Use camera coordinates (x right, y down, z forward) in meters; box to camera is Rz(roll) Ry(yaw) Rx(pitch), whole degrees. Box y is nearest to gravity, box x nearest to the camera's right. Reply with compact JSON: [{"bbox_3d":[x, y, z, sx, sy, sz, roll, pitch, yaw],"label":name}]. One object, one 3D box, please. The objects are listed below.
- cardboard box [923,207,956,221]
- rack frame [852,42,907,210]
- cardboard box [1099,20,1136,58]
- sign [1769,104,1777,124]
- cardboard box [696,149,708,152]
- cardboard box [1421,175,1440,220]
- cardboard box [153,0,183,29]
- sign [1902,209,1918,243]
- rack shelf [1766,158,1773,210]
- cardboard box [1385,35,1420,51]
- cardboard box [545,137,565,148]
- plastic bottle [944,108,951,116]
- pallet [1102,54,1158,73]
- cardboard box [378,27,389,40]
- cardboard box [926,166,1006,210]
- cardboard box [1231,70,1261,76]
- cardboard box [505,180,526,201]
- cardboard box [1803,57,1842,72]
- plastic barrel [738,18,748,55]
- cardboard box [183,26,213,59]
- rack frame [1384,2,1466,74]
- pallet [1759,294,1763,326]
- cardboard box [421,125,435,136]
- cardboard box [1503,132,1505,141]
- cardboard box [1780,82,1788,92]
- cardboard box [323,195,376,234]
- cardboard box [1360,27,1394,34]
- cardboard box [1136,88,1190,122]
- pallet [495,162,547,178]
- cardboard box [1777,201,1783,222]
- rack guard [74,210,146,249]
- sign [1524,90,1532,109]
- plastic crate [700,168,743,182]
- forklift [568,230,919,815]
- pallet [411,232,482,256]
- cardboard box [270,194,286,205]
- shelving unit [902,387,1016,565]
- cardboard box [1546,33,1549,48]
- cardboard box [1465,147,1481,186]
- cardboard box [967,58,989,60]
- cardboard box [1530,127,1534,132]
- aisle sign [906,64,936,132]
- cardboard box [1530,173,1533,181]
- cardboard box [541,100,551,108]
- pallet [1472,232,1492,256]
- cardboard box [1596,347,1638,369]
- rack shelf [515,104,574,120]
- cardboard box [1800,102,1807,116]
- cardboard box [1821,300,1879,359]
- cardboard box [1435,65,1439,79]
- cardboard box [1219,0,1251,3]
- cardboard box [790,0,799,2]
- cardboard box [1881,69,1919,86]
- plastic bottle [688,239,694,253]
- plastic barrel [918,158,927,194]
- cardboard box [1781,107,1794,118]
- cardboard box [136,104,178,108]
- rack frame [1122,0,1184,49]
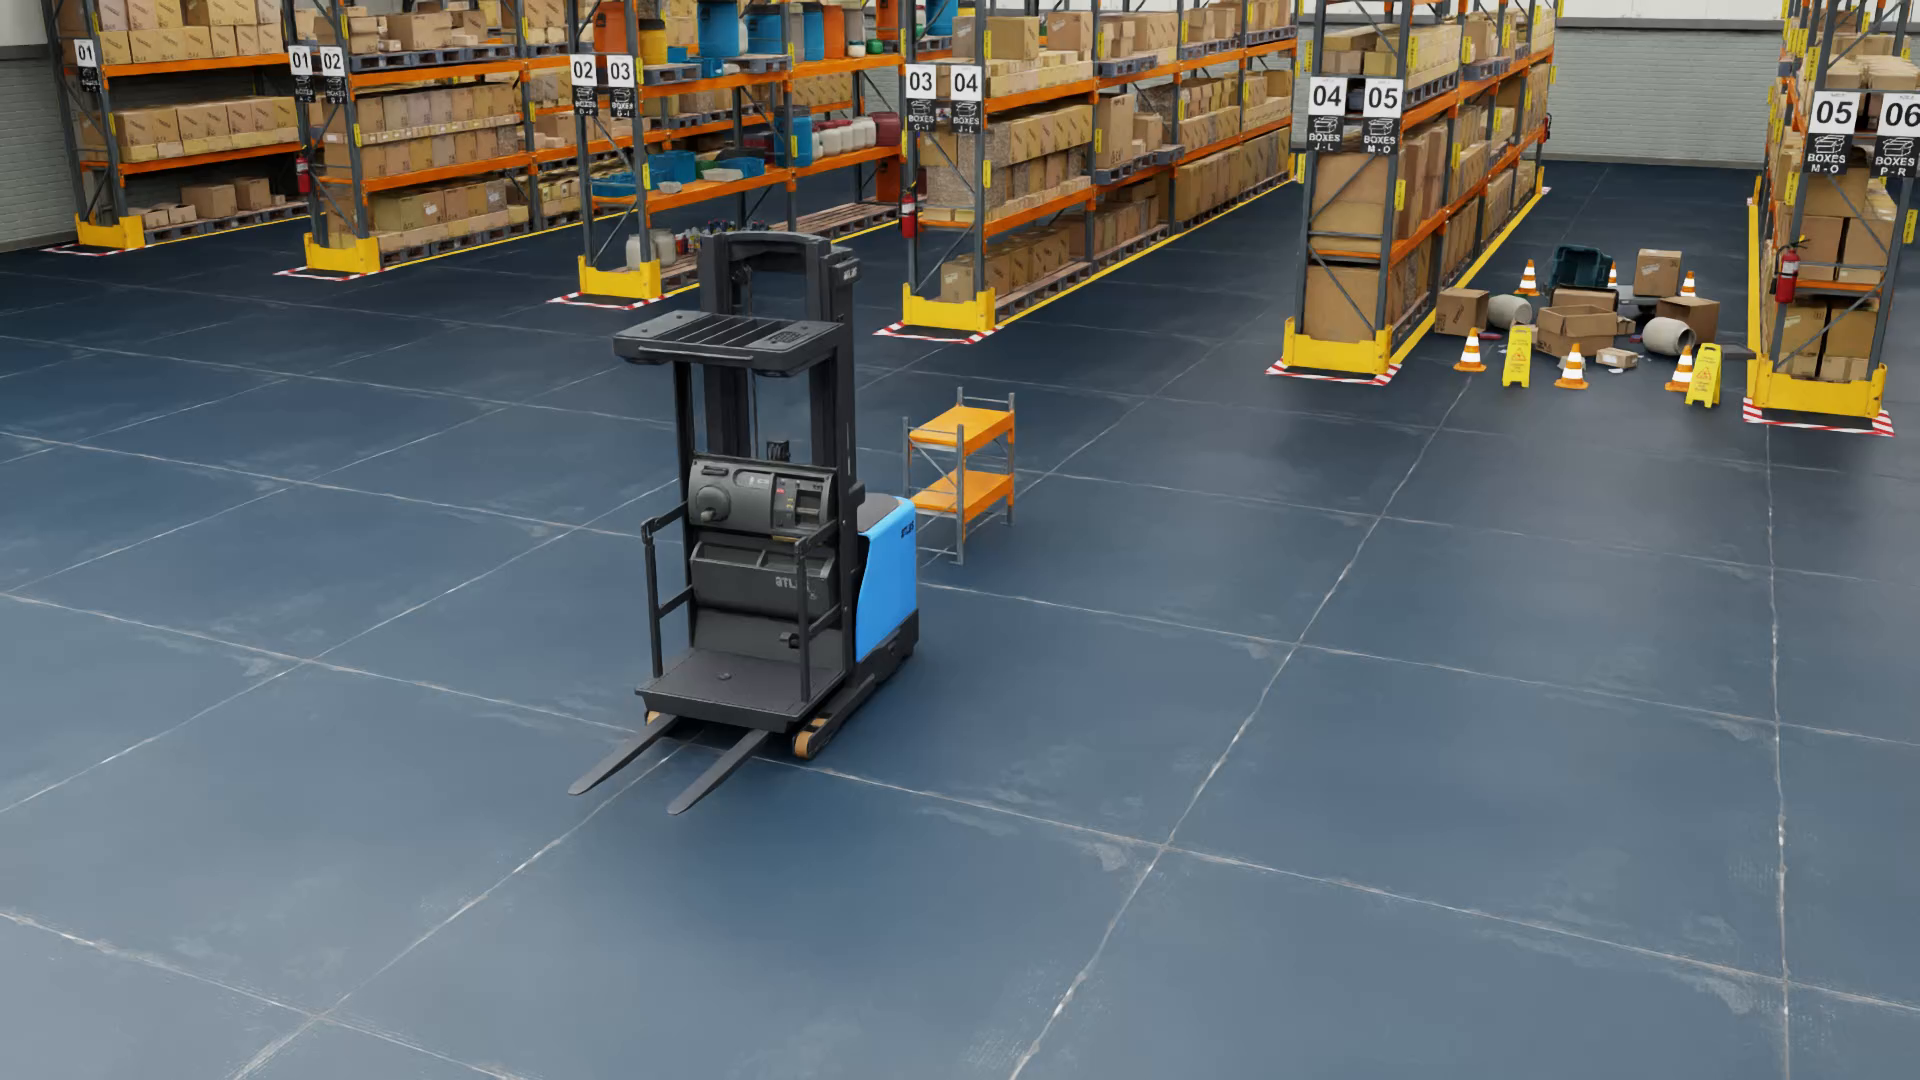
[{"bbox_3d":[-0.245,-4.117,20.945,0.380,0.149,0.250,9,21,23],"label":"cardboard box"},{"bbox_3d":[-1.416,-7.246,29.366,1.000,3.000,0.127,9,21,23],"label":"rack frame"},{"bbox_3d":[2.132,-7.421,24.602,0.797,0.503,0.637,10,22,25],"label":"cardboard box"},{"bbox_3d":[13.275,-6.950,27.124,0.100,0.325,0.005,9,21,23],"label":"sign"},{"bbox_3d":[-5.343,-7.593,33.418,0.500,0.500,0.500,8,21,21],"label":"cardboard box"},{"bbox_3d":[5.603,-4.417,21.188,0.875,0.550,0.550,9,21,23],"label":"cardboard box"},{"bbox_3d":[-12.900,-8.489,26.715,0.500,0.500,0.500,9,22,24],"label":"cardboard box"},{"bbox_3d":[9.363,-3.094,16.400,0.100,0.325,0.005,9,21,23],"label":"sign"},{"bbox_3d":[12.963,-5.479,25.471,1.077,0.370,4.000,9,21,23],"label":"rack shelf"},{"bbox_3d":[4.841,-5.459,18.276,0.380,0.149,0.250,9,21,23],"label":"cardboard box"},{"bbox_3d":[-7.022,-6.828,28.567,0.380,0.149,0.250,9,21,23],"label":"cardboard box"},{"bbox_3d":[-0.235,-8.370,32.600,0.144,0.351,0.185,9,21,23],"label":"plastic bottle"},{"bbox_3d":[2.236,-7.160,24.928,1.213,0.211,1.003,9,21,23],"label":"pallet"},{"bbox_3d":[-8.751,-7.674,25.392,0.500,0.311,0.500,11,23,29],"label":"cardboard box"},{"bbox_3d":[0.077,-4.472,20.974,0.875,0.500,0.500,9,21,23],"label":"cardboard box"},{"bbox_3d":[5.731,-9.172,33.443,0.500,0.500,0.500,8,21,21],"label":"cardboard box"},{"bbox_3d":[-7.667,-6.033,28.597,0.500,0.311,0.500,9,21,23],"label":"cardboard box"},{"bbox_3d":[9.751,-5.363,18.780,0.380,0.149,0.250,8,21,22],"label":"cardboard box"},{"bbox_3d":[-3.410,-7.582,25.041,0.421,0.512,0.421,0,20,0],"label":"plastic barrel"},{"bbox_3d":[-12.704,-8.182,27.344,0.500,0.500,0.500,10,22,26],"label":"cardboard box"},{"bbox_3d":[5.948,-7.458,21.011,1.000,3.000,0.127,9,21,23],"label":"rack frame"},{"bbox_3d":[10.823,-2.908,21.330,1.003,0.211,1.213,9,21,23],"label":"pallet"},{"bbox_3d":[-8.327,-6.318,25.640,0.380,0.149,0.250,8,21,22],"label":"cardboard box"},{"bbox_3d":[8.821,-6.690,27.553,0.380,0.149,0.250,8,21,20],"label":"cardboard box"},{"bbox_3d":[13.617,-7.391,27.164,0.380,0.149,0.250,8,21,22],"label":"cardboard box"},{"bbox_3d":[-9.261,-4.941,25.244,0.500,0.500,0.500,9,21,23],"label":"cardboard box"},{"bbox_3d":[5.073,-6.171,20.276,0.380,0.149,0.250,9,21,23],"label":"cardboard box"},{"bbox_3d":[3.417,-7.307,27.892,0.797,0.503,0.637,9,22,25],"label":"cardboard box"},{"bbox_3d":[-9.562,-7.893,35.349,1.003,0.211,1.213,9,21,23],"label":"pallet"},{"bbox_3d":[10.071,-4.074,19.856,0.500,0.500,0.500,8,21,23],"label":"cardboard box"},{"bbox_3d":[-13.699,-5.005,26.796,1.175,0.500,0.348,9,21,23],"label":"rack guard"},{"bbox_3d":[9.732,-7.548,28.487,0.100,0.325,0.005,9,21,23],"label":"sign"},{"bbox_3d":[-3.488,-5.367,24.478,0.530,0.136,0.437,9,21,23],"label":"plastic crate"},{"bbox_3d":[-1.274,-0.242,9.774,1.130,2.935,3.031,7,21,19],"label":"forklift"},{"bbox_3d":[-8.434,-4.778,26.589,1.003,0.211,1.213,9,21,23],"label":"pallet"},{"bbox_3d":[-12.284,-6.087,29.679,0.380,0.166,0.250,6,20,16],"label":"cardboard box"},{"bbox_3d":[0.003,-0.532,13.286,0.538,1.125,1.048,9,21,23],"label":"shelving unit"},{"bbox_3d":[10.500,-9.161,30.498,0.500,0.250,0.500,10,22,25],"label":"cardboard box"},{"bbox_3d":[7.236,-5.422,24.089,0.500,0.500,0.500,8,21,22],"label":"cardboard box"},{"bbox_3d":[0.177,-6.079,21.238,0.380,0.149,0.250,9,21,23],"label":"cardboard box"},{"bbox_3d":[10.543,-7.736,31.119,0.380,0.149,0.250,8,21,20],"label":"cardboard box"},{"bbox_3d":[-0.473,-5.367,20.205,0.394,0.787,0.004,9,21,23],"label":"aisle sign"},{"bbox_3d":[10.695,-6.935,31.677,0.380,0.149,0.250,8,21,20],"label":"cardboard box"},{"bbox_3d":[-8.980,-9.334,35.584,0.380,0.149,0.250,9,21,23],"label":"cardboard box"},{"bbox_3d":[7.907,-4.779,26.593,1.003,0.211,1.213,9,21,23],"label":"pallet"},{"bbox_3d":[7.561,-2.095,19.138,0.250,0.149,0.380,-14,24,-33],"label":"cardboard box"},{"bbox_3d":[-9.635,-8.877,35.028,1.077,0.370,4.000,9,21,23],"label":"rack shelf"},{"bbox_3d":[9.347,-4.679,18.046,0.380,0.149,0.250,8,21,22],"label":"cardboard box"},{"bbox_3d":[9.459,-2.232,17.627,0.500,0.500,0.500,8,21,21],"label":"cardboard box"},{"bbox_3d":[5.467,-5.550,19.720,0.380,0.149,0.250,8,21,23],"label":"cardboard box"},{"bbox_3d":[5.132,-10.134,30.967,0.500,0.250,0.500,7,21,19],"label":"cardboard box"},{"bbox_3d":[-3.797,-11.368,34.839,0.700,0.500,0.500,9,21,23],"label":"cardboard box"},{"bbox_3d":[9.617,-4.726,16.988,0.380,0.149,0.250,8,21,23],"label":"cardboard box"},{"bbox_3d":[-4.034,-4.415,24.925,0.097,0.201,0.097,0,20,0],"label":"plastic bottle"},{"bbox_3d":[-0.769,-6.804,31.097,0.600,0.588,0.708,9,21,23],"label":"plastic barrel"},{"bbox_3d":[12.319,-6.076,24.437,0.500,0.500,0.500,9,21,24],"label":"cardboard box"},{"bbox_3d":[-13.308,-6.936,27.570,0.500,0.500,0.500,8,21,21],"label":"cardboard box"},{"bbox_3d":[3.103,-9.393,26.450,1.000,3.000,0.127,9,21,23],"label":"rack frame"}]
